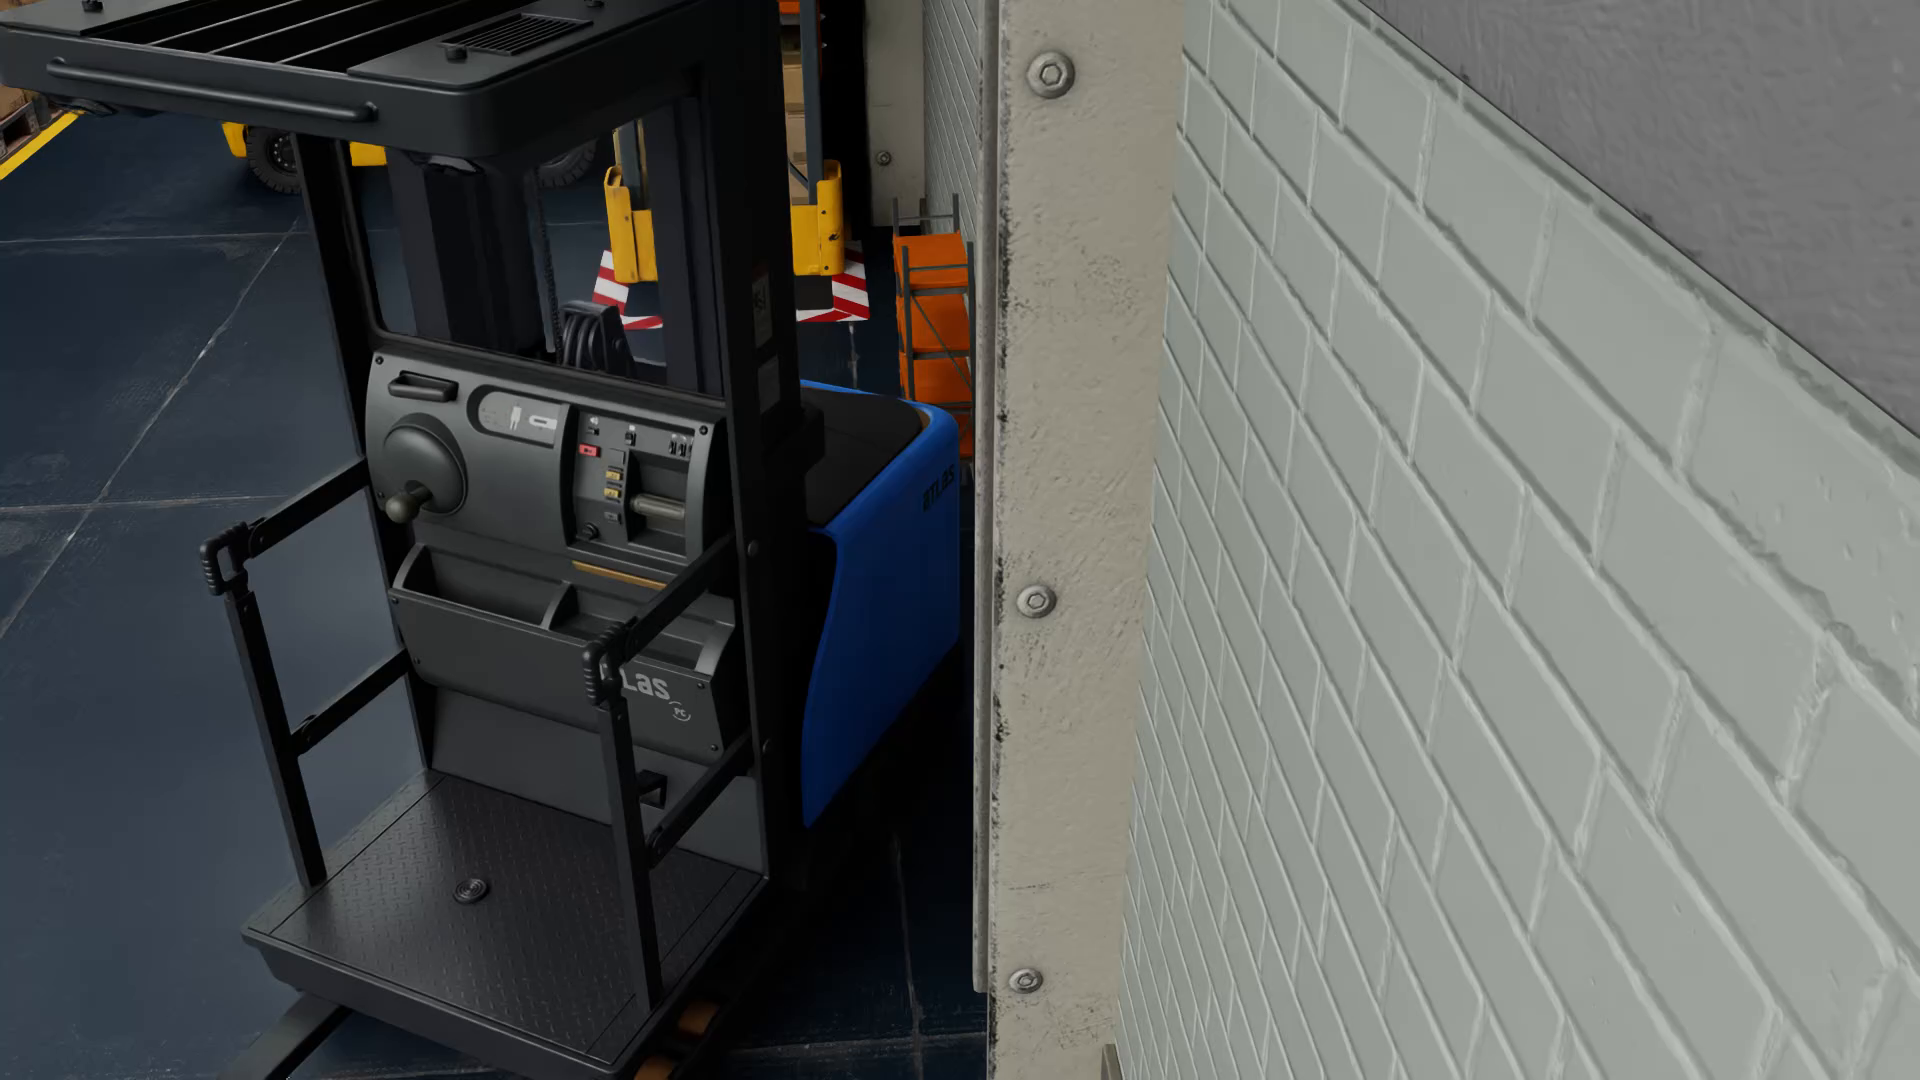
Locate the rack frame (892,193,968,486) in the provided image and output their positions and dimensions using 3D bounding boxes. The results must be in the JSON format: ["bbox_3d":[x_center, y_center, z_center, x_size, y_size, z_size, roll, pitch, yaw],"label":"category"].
[{"bbox_3d":[-0.108,-0.724,6.284,0.240,1.200,0.015,-4,31,-4],"label":"rack frame"}]

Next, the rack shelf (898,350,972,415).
[{"bbox_3d":[-0.081,-0.542,6.110,0.258,0.148,0.480,-4,31,-4],"label":"rack shelf"}]

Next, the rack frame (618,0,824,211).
[{"bbox_3d":[-1.188,-2.720,7.878,1.000,3.000,0.127,-3,31,-5],"label":"rack frame"}]

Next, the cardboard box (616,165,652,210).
[{"bbox_3d":[-1.547,-1.944,8.852,0.500,0.250,0.500,-3,31,-4],"label":"cardboard box"}]

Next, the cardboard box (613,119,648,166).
[{"bbox_3d":[-1.545,-2.168,8.738,0.500,0.250,0.500,-3,31,-5],"label":"cardboard box"}]

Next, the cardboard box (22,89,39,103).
[{"bbox_3d":[-6.121,-2.962,10.555,0.500,0.250,0.500,-4,31,-6],"label":"cardboard box"}]

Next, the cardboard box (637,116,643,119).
[{"bbox_3d":[-1.542,-2.369,8.588,0.500,0.250,0.500,-2,31,-3],"label":"cardboard box"}]

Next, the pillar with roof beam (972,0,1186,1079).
[{"bbox_3d":[-4.082,-2.424,1.534,9.100,9.000,0.400,-3,31,-5],"label":"pillar with roof beam"}]

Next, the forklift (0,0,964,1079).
[{"bbox_3d":[-1.049,-0.126,3.603,1.130,2.935,3.031,13,33,20],"label":"forklift"}]

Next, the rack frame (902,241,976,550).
[{"bbox_3d":[-0.058,-0.475,5.867,0.240,1.200,0.015,-4,31,-4],"label":"rack frame"}]

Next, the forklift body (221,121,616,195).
[{"bbox_3d":[-3.182,-3.236,9.570,2.313,2.155,1.214,-3,31,-5],"label":"forklift body"}]

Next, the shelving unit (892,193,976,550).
[{"bbox_3d":[-0.083,-0.599,6.076,0.258,1.200,0.503,-4,31,-4],"label":"shelving unit"}]

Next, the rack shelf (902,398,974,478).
[{"bbox_3d":[-0.075,-0.372,6.213,0.258,0.148,0.480,-4,31,-4],"label":"rack shelf"}]

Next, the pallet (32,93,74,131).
[{"bbox_3d":[-6.406,-2.984,11.040,1.003,0.211,1.213,-3,31,-5],"label":"pallet"}]

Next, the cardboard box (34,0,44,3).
[{"bbox_3d":[-6.181,-3.555,10.817,0.500,0.500,0.500,-3,31,-5],"label":"cardboard box"}]

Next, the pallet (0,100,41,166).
[{"bbox_3d":[-6.289,-2.360,9.995,1.003,0.211,1.213,-3,31,-5],"label":"pallet"}]

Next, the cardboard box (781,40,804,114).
[{"bbox_3d":[-1.045,-2.403,8.645,0.500,0.250,0.500,-3,31,-5],"label":"cardboard box"}]

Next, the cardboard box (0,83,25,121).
[{"bbox_3d":[-6.078,-2.702,10.120,0.500,0.250,0.500,-2,31,-4],"label":"cardboard box"}]

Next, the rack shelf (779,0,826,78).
[{"bbox_3d":[-1.375,-3.432,9.772,1.077,0.370,4.000,-3,31,-5],"label":"rack shelf"}]

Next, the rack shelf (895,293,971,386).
[{"bbox_3d":[-0.087,-0.733,5.995,0.258,0.148,0.480,-4,31,-4],"label":"rack shelf"}]

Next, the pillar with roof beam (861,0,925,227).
[{"bbox_3d":[-4.642,-5.488,6.662,9.100,9.000,0.400,-3,31,-5],"label":"pillar with roof beam"}]

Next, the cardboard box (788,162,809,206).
[{"bbox_3d":[-1.040,-1.980,8.911,0.500,0.250,0.500,-3,31,-4],"label":"cardboard box"}]

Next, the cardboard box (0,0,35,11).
[{"bbox_3d":[-6.132,-3.295,10.382,0.500,0.500,0.500,-2,31,-4],"label":"cardboard box"}]

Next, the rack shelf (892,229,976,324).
[{"bbox_3d":[-0.094,-0.936,5.873,0.258,0.148,0.480,-4,31,-4],"label":"rack shelf"}]

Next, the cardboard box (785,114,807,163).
[{"bbox_3d":[-1.026,-2.184,8.766,0.500,0.250,0.500,-2,31,-4],"label":"cardboard box"}]

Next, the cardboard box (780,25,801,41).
[{"bbox_3d":[-1.095,-2.658,9.072,0.500,0.250,0.500,-3,31,-5],"label":"cardboard box"}]

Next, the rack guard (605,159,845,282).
[{"bbox_3d":[-1.186,-1.634,8.499,1.175,0.500,0.348,-3,31,-5],"label":"rack guard"}]
